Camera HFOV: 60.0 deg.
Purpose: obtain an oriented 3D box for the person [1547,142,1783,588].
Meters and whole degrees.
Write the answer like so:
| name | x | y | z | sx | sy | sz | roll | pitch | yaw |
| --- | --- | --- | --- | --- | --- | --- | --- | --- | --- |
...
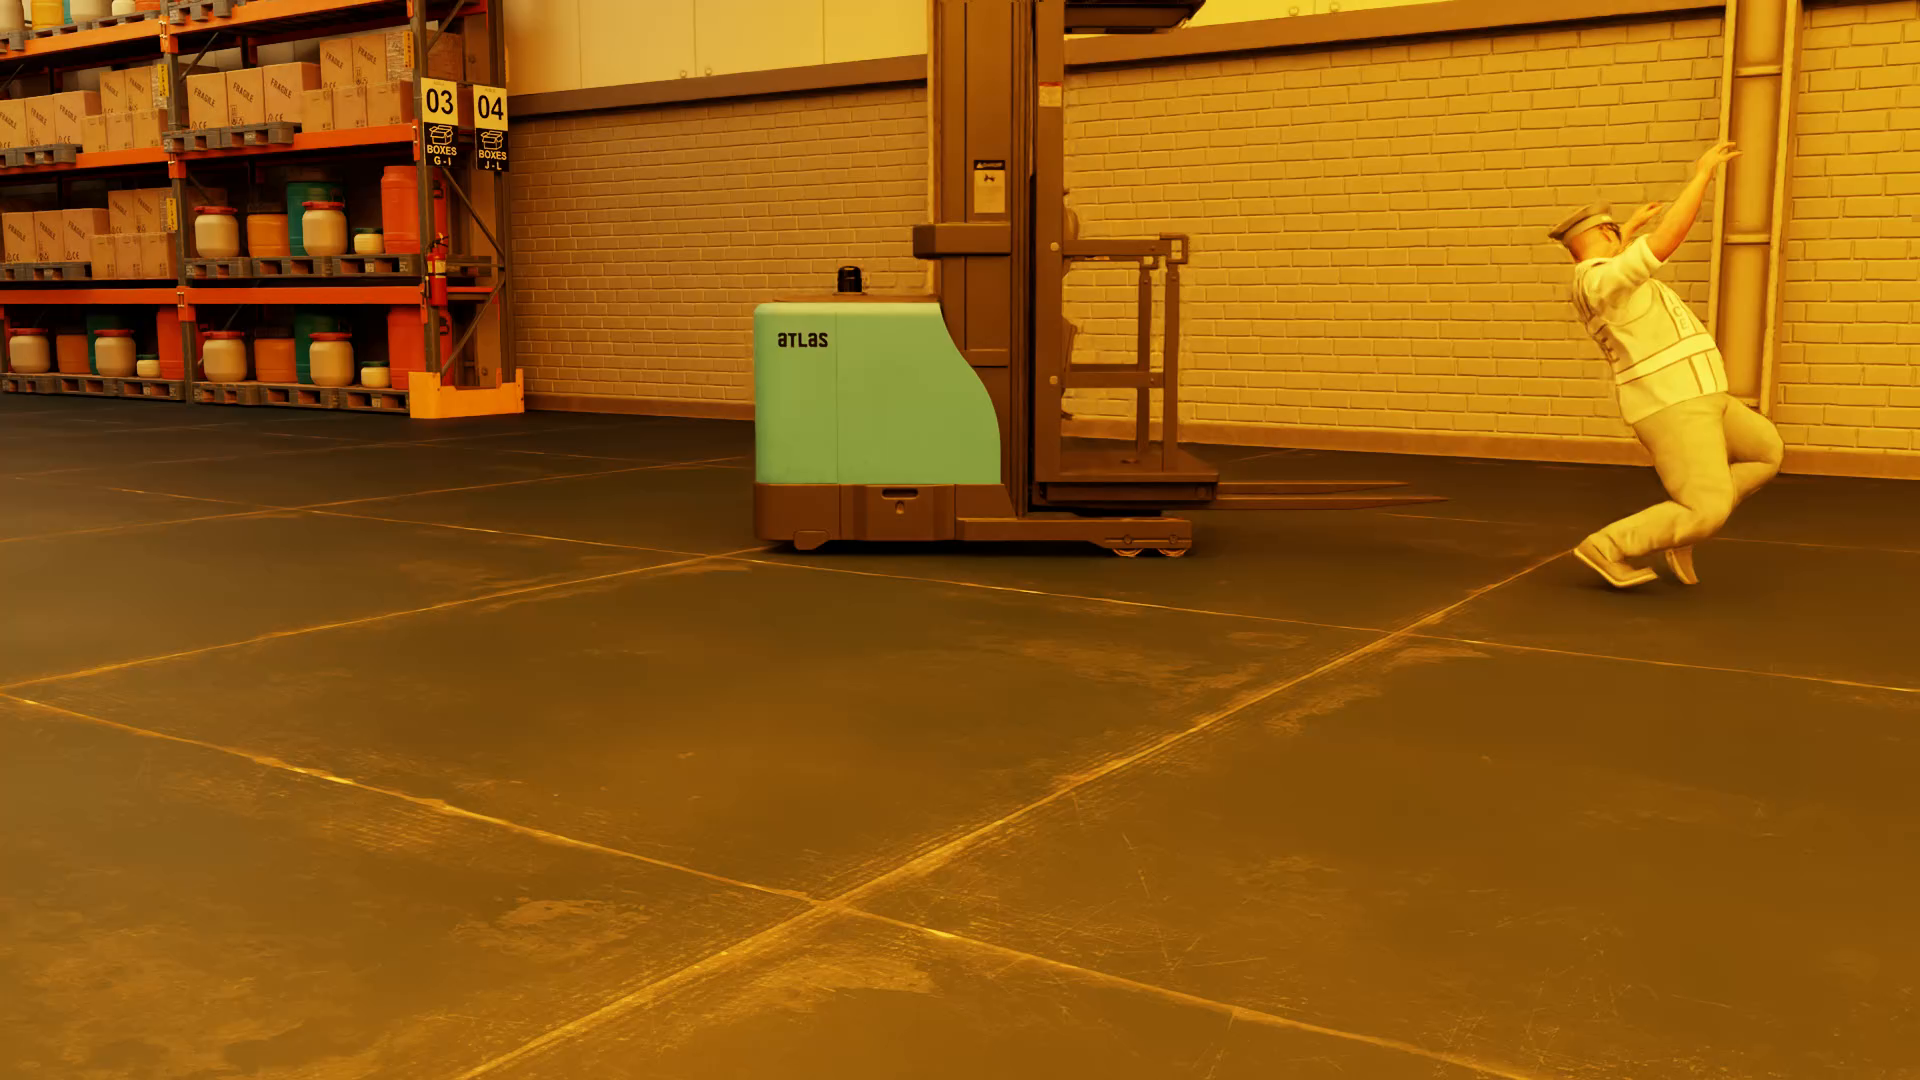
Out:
| name | x | y | z | sx | sy | sz | roll | pitch | yaw |
| --- | --- | --- | --- | --- | --- | --- | --- | --- | --- |
| person | 2.693 | -0.631 | 6.365 | 0.857 | 1.685 | 1.078 | 4 | 9 | 26 |

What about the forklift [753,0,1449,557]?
| name | x | y | z | sx | sy | sz | roll | pitch | yaw |
| --- | --- | --- | --- | --- | --- | --- | --- | --- | --- |
| forklift | 0.622 | -1.453 | 7.412 | 3.031 | 2.935 | 1.130 | 0 | 8 | 0 |
